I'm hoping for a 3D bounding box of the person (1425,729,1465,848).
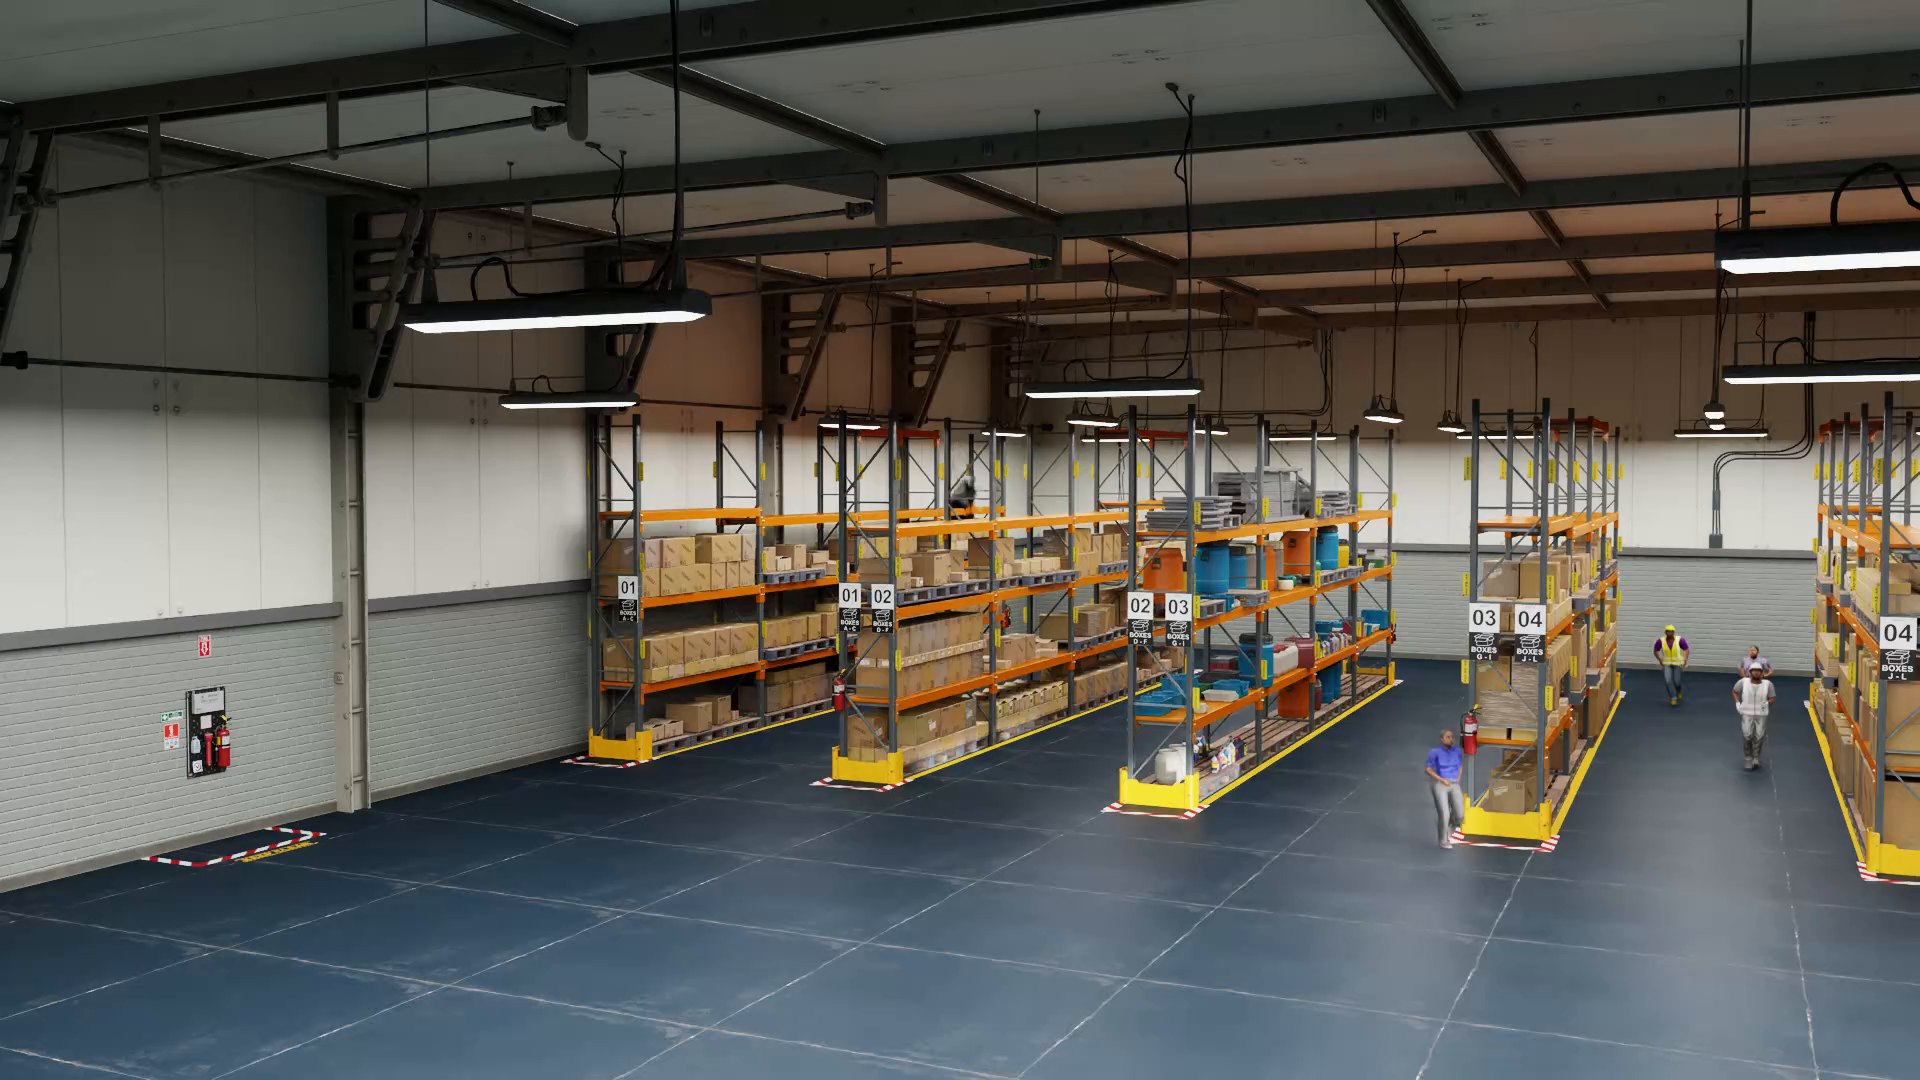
[{"bbox_3d":[6.447,3.290,21.999,0.563,1.594,0.553,0,2,-9],"label":"person"}]

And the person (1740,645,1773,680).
[{"bbox_3d":[15.417,2.866,32.225,0.597,1.660,0.844,1,3,32],"label":"person"}]

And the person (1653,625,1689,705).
[{"bbox_3d":[15.325,2.675,35.842,0.716,1.717,0.636,1,3,30],"label":"person"}]

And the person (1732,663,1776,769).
[{"bbox_3d":[13.378,2.982,28.009,0.660,1.823,0.629,1,3,20],"label":"person"}]
